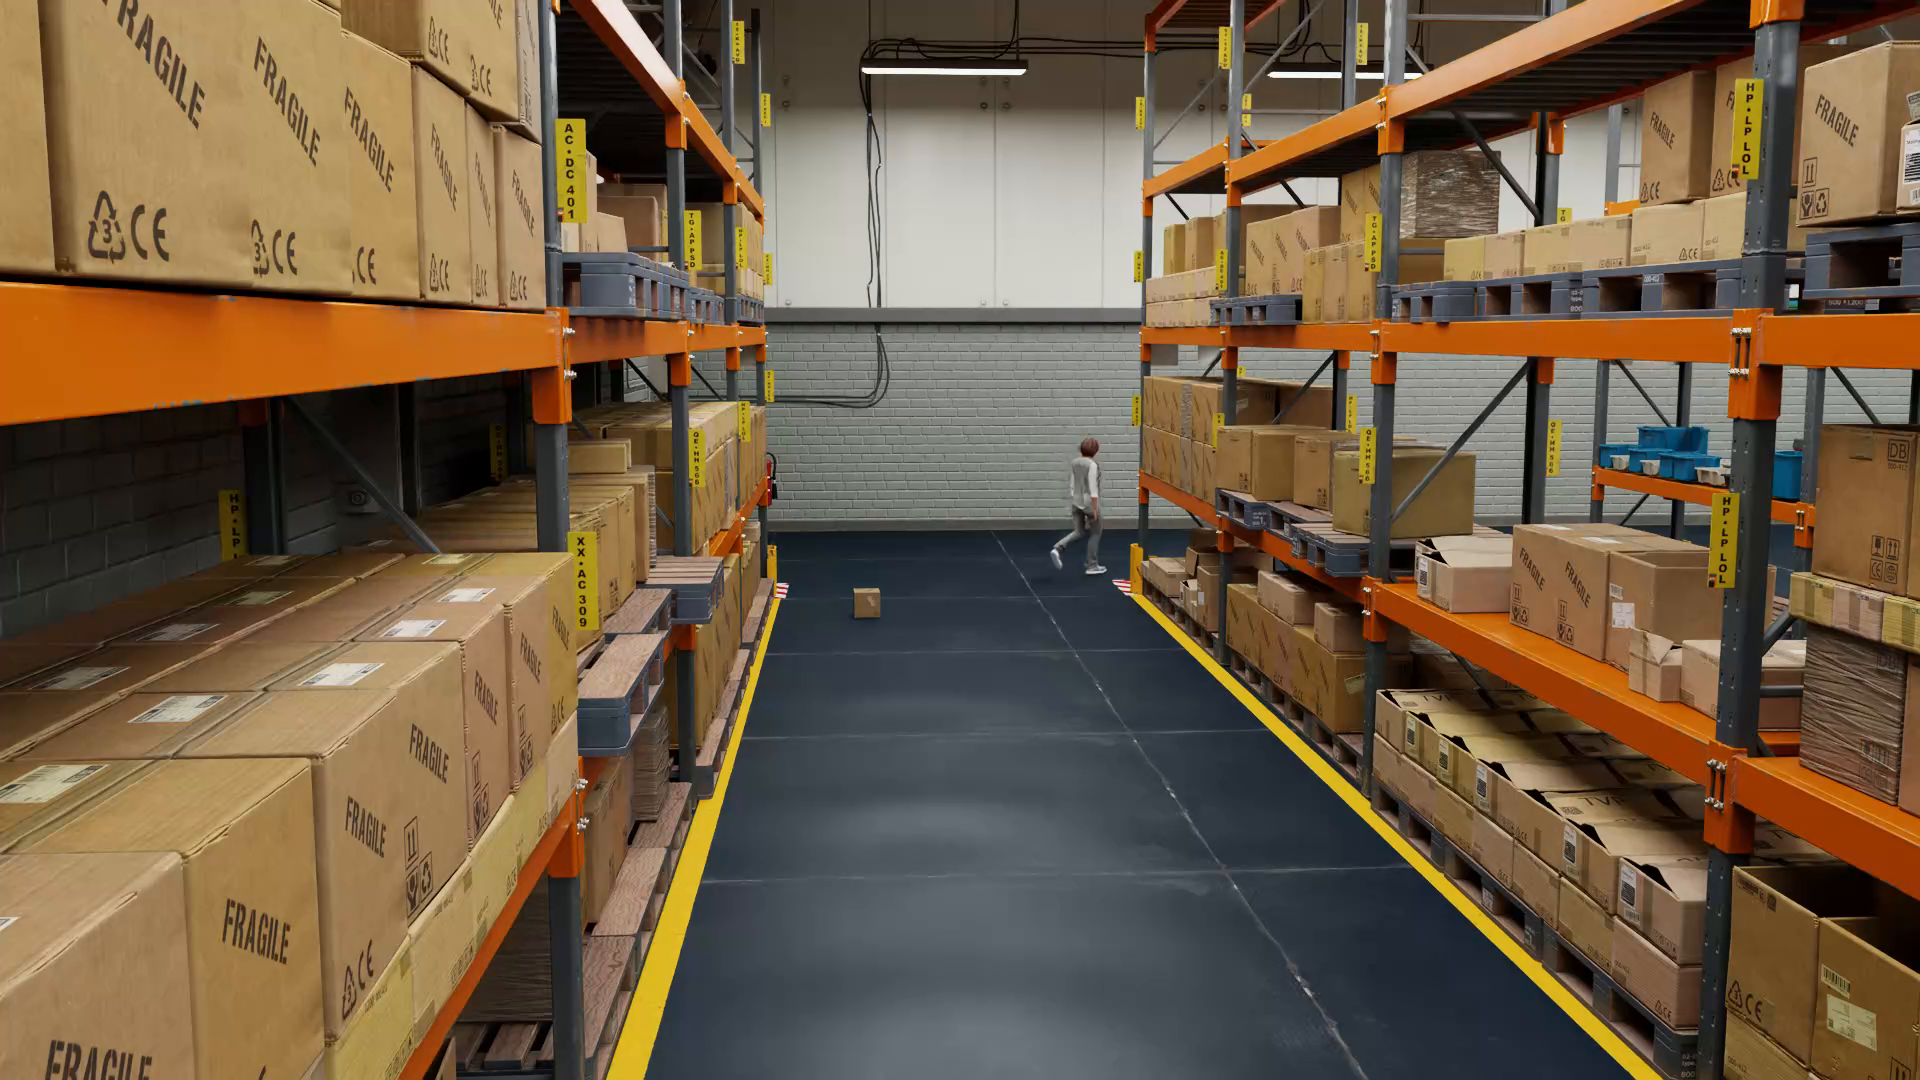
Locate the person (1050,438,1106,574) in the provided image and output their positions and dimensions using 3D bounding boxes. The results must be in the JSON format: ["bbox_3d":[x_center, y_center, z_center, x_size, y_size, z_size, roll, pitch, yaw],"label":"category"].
[{"bbox_3d":[1.368,-0.377,18.765,0.746,1.558,0.453,-6,9,-40],"label":"person"}]
